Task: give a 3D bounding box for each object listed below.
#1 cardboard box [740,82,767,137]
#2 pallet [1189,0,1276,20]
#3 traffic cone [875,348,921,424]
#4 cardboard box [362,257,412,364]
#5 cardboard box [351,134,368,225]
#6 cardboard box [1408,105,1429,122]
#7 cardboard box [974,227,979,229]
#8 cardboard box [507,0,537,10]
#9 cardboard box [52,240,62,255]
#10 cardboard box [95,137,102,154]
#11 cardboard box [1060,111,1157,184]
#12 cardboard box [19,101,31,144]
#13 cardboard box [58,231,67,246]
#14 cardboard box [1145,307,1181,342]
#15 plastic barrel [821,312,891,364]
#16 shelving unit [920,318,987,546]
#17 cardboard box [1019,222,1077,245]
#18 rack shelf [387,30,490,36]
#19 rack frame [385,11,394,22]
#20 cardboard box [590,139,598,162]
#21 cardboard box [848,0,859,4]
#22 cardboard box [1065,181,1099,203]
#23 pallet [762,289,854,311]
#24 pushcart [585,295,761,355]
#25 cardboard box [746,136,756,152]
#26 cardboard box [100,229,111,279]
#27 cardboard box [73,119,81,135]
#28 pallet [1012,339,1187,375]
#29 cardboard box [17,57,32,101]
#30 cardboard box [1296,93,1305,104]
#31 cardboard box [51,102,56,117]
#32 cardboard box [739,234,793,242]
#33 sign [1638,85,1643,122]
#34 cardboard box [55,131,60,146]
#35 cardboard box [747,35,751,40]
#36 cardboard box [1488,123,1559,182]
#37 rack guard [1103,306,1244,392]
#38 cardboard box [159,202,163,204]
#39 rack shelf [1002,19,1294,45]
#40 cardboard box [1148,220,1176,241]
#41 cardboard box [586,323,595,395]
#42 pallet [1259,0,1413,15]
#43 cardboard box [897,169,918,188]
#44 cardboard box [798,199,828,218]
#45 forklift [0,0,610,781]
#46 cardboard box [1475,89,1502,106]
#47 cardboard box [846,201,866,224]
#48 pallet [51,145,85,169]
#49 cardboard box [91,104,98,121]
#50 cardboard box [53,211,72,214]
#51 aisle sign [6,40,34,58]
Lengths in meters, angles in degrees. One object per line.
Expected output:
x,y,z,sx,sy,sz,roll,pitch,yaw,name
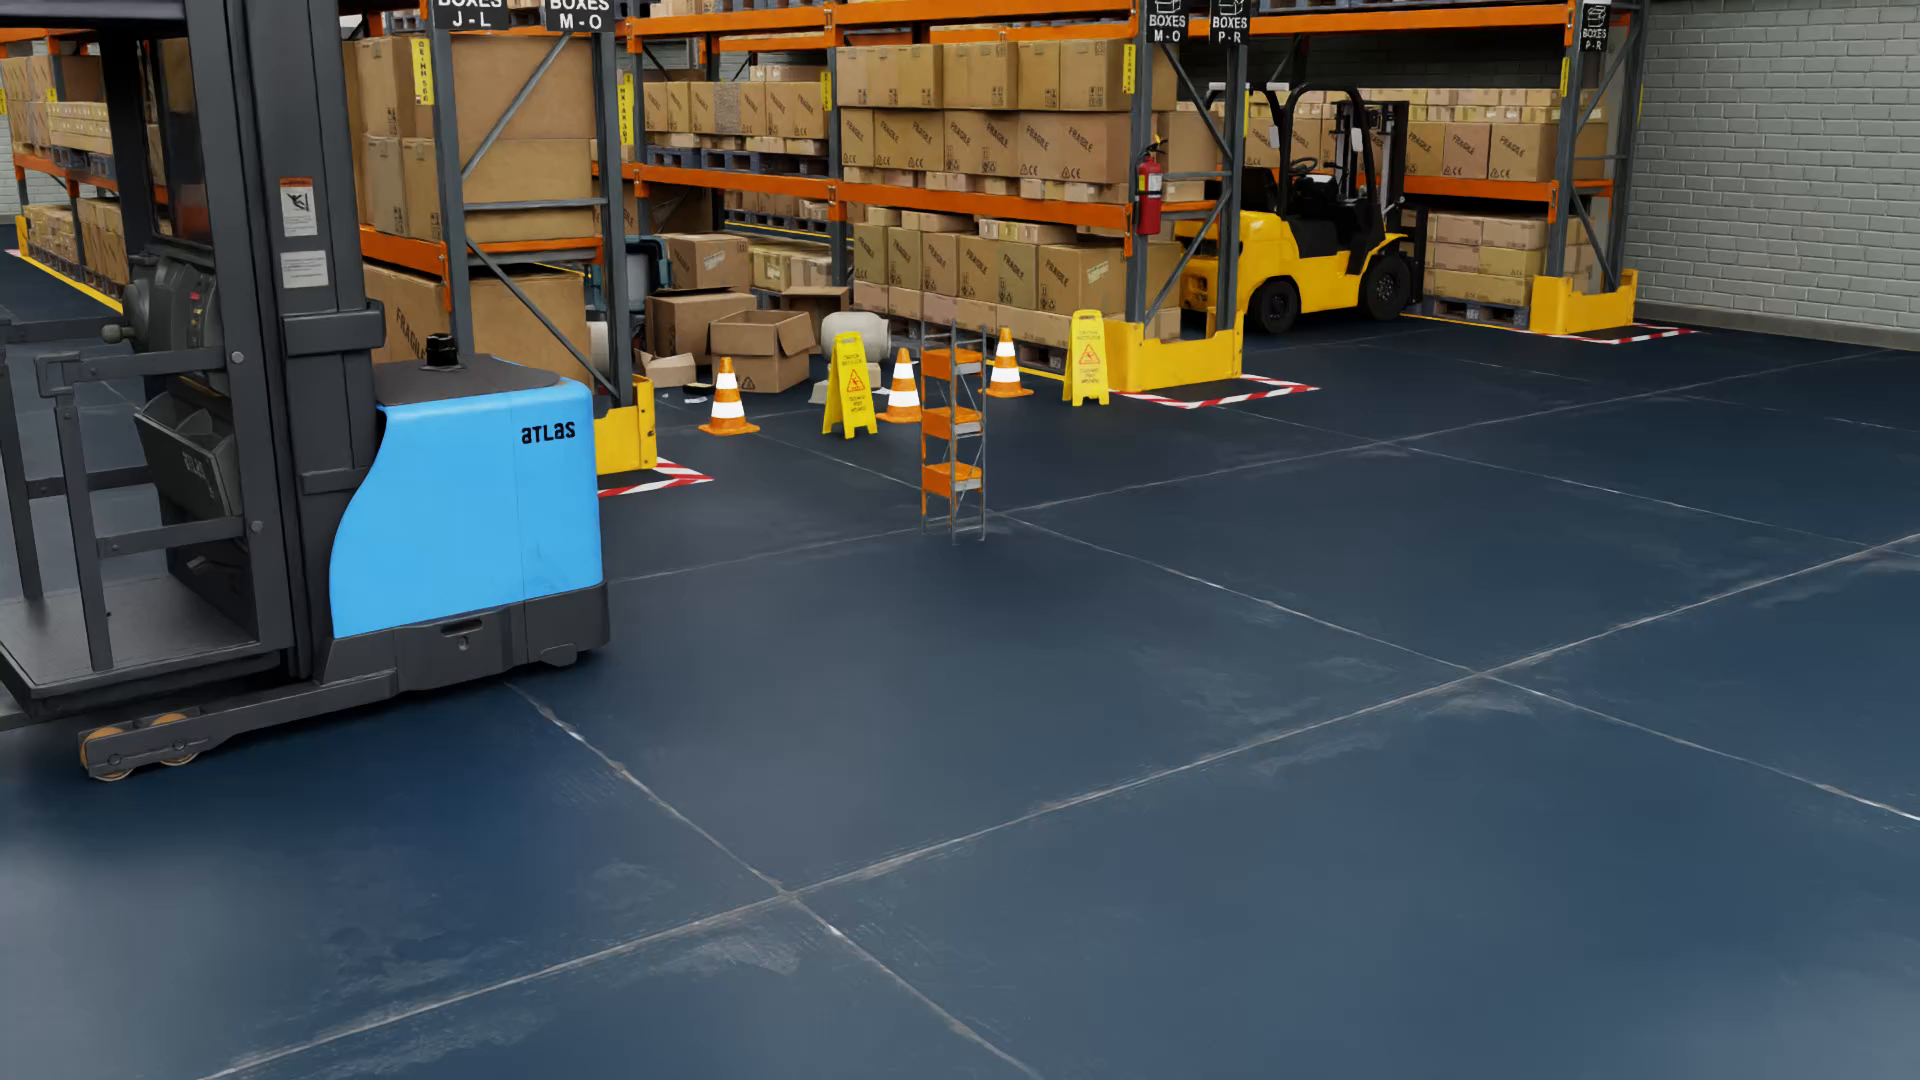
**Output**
-1.774,-4.140,15.973,0.500,0.500,0.500,-10,18,-33,cardboard box
2.758,-5.778,18.187,0.805,0.209,1.217,-12,19,-37,pallet
-0.368,-1.035,10.982,0.336,0.463,0.334,-11,19,-35,traffic cone
-3.289,-1.322,10.454,0.875,0.875,0.875,-11,19,-35,cardboard box
-3.487,-2.327,10.611,0.875,0.550,0.500,-11,19,-35,cardboard box
4.435,-4.045,15.756,0.380,0.149,0.250,-11,19,-34,cardboard box
0.441,-2.403,14.165,0.500,0.500,0.500,-10,18,-32,cardboard box
-5.146,-6.639,19.984,0.500,0.500,0.500,-11,19,-36,cardboard box
-10.489,-3.464,19.655,0.380,0.149,0.250,-11,19,-35,cardboard box
-7.980,-3.754,15.791,0.380,0.149,0.250,-10,18,-34,cardboard box
1.085,-2.877,12.153,0.500,0.500,0.500,-11,19,-36,cardboard box
-11.072,-5.075,20.183,0.500,0.500,0.500,-11,19,-34,cardboard box
-10.157,-3.484,19.164,0.380,0.149,0.250,-12,19,-36,cardboard box
1.376,-1.704,13.032,0.500,0.250,0.500,-11,19,-35,cardboard box
-0.813,-1.576,13.031,0.512,0.421,0.421,1,15,4,plastic barrel
-0.031,-0.518,7.979,0.215,1.050,0.252,-11,19,-35,shelving unit
0.674,-2.362,12.786,0.380,0.149,0.250,-10,18,-33,cardboard box
-6.605,-6.701,22.560,1.077,0.370,4.000,-11,19,-35,rack shelf
-7.781,-8.922,23.629,1.000,3.000,0.127,-11,19,-35,rack frame
-3.898,-4.422,18.836,0.500,0.250,0.500,-10,18,-34,cardboard box
-0.741,-4.686,14.310,0.380,0.149,0.250,-11,19,-35,cardboard box
0.995,-2.575,12.276,0.380,0.149,0.250,-11,19,-35,cardboard box
-1.184,-2.287,16.033,1.003,0.211,1.213,-11,19,-35,pallet
-2.540,-1.837,14.073,0.936,0.377,1.648,10,18,33,pushcart
-1.839,-3.835,16.086,0.380,0.149,0.250,-11,19,-35,cardboard box
-8.522,-2.960,17.149,0.500,0.500,0.500,-10,18,-34,cardboard box
-8.593,-4.120,16.565,0.380,0.149,0.250,-11,19,-36,cardboard box
1.133,-1.462,13.019,1.003,0.211,1.213,-11,19,-35,pallet
-10.784,-5.446,19.646,0.500,0.500,0.500,-12,19,-36,cardboard box
3.619,-4.533,16.975,0.380,0.149,0.250,-11,19,-36,cardboard box
-9.345,-4.539,17.531,0.380,0.149,0.250,-10,18,-33,cardboard box
-2.313,-2.977,17.453,0.950,0.372,0.625,-11,19,-36,cardboard box
6.092,-3.924,14.941,0.100,0.325,0.005,-11,19,-35,sign
-9.346,-4.252,17.611,0.380,0.149,0.250,-11,18,-34,cardboard box
-3.038,-7.745,25.485,0.380,0.149,0.250,-11,19,-35,cardboard box
5.138,-3.496,14.978,0.500,0.500,0.500,-11,19,-36,cardboard box
1.582,-1.423,12.327,1.175,0.500,0.348,-11,19,-35,rack guard
-8.118,-3.401,17.339,0.500,0.250,0.500,-12,19,-37,cardboard box
2.112,-5.764,19.136,1.077,0.370,4.000,-11,19,-35,rack shelf
2.522,-3.571,19.145,0.875,0.625,0.625,-11,19,-35,cardboard box
-2.927,-1.300,11.873,0.500,0.500,0.500,-7,17,-25,cardboard box
3.810,-5.464,16.842,1.003,0.211,1.213,-11,19,-35,pallet
-0.311,-3.072,14.094,0.380,0.149,0.250,-10,18,-33,cardboard box
-2.191,-4.979,24.970,0.396,0.266,0.258,-10,18,-33,cardboard box
-2.803,-0.805,5.464,3.031,2.935,1.130,-12,20,-38,forklift
4.912,-4.031,15.141,0.380,0.149,0.250,-10,18,-33,cardboard box
-1.314,-4.805,23.888,0.500,0.500,0.500,-10,18,-32,cardboard box
-9.042,-4.106,17.761,1.003,0.211,1.213,-11,19,-35,pallet
-7.981,-4.042,15.717,0.380,0.149,0.250,-10,18,-33,cardboard box
-10.677,-3.872,20.018,0.380,0.149,0.250,-11,19,-34,cardboard box
-12.011,-6.462,21.079,0.394,0.787,0.004,-11,19,-35,aisle sign
